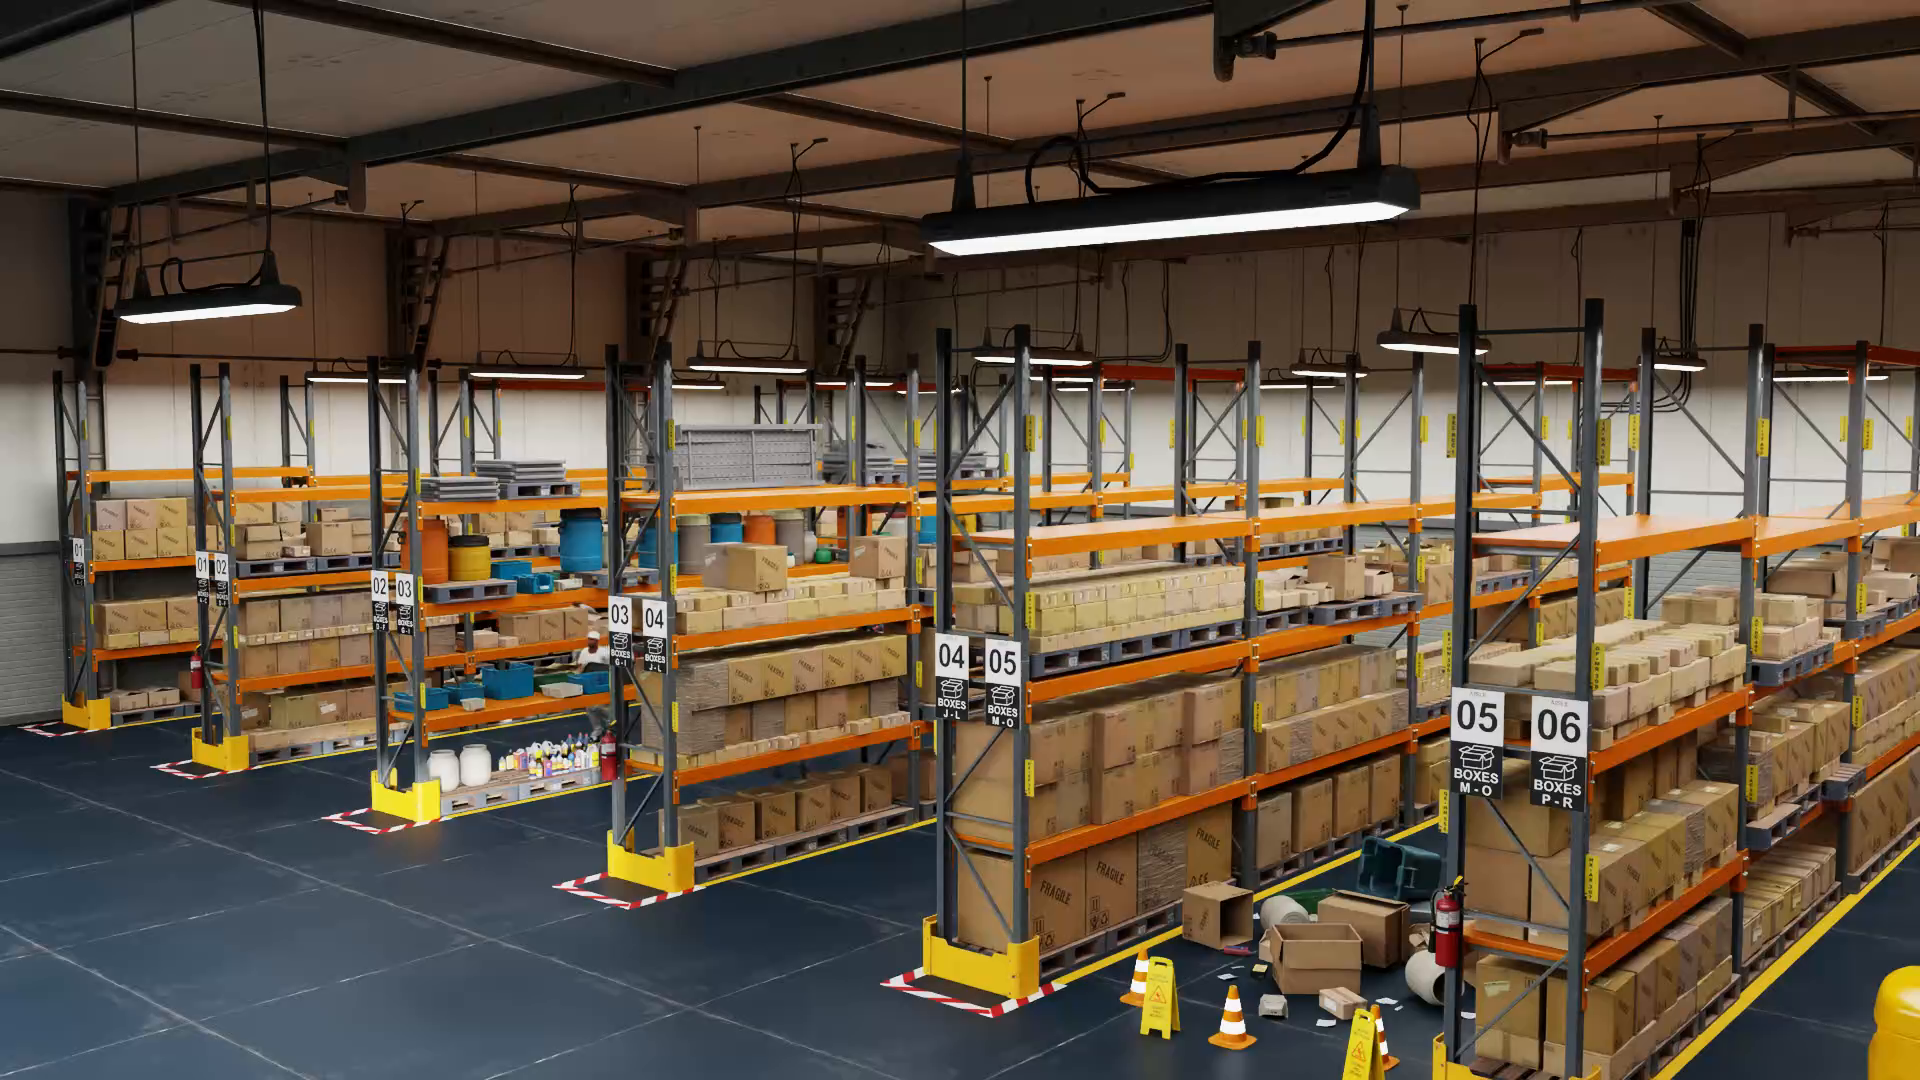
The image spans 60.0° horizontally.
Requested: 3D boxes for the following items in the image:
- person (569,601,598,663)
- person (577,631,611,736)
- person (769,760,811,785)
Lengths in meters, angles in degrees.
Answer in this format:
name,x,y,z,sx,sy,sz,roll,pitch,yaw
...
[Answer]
name,x,y,z,sx,sy,sz,roll,pitch,yaw
person,-7.463,1.897,32.605,0.652,1.825,0.905,2,5,29
person,-5.974,2.339,27.199,0.704,1.725,0.582,2,5,24
person,-2.318,2.674,22.549,0.684,1.715,0.917,3,5,36
